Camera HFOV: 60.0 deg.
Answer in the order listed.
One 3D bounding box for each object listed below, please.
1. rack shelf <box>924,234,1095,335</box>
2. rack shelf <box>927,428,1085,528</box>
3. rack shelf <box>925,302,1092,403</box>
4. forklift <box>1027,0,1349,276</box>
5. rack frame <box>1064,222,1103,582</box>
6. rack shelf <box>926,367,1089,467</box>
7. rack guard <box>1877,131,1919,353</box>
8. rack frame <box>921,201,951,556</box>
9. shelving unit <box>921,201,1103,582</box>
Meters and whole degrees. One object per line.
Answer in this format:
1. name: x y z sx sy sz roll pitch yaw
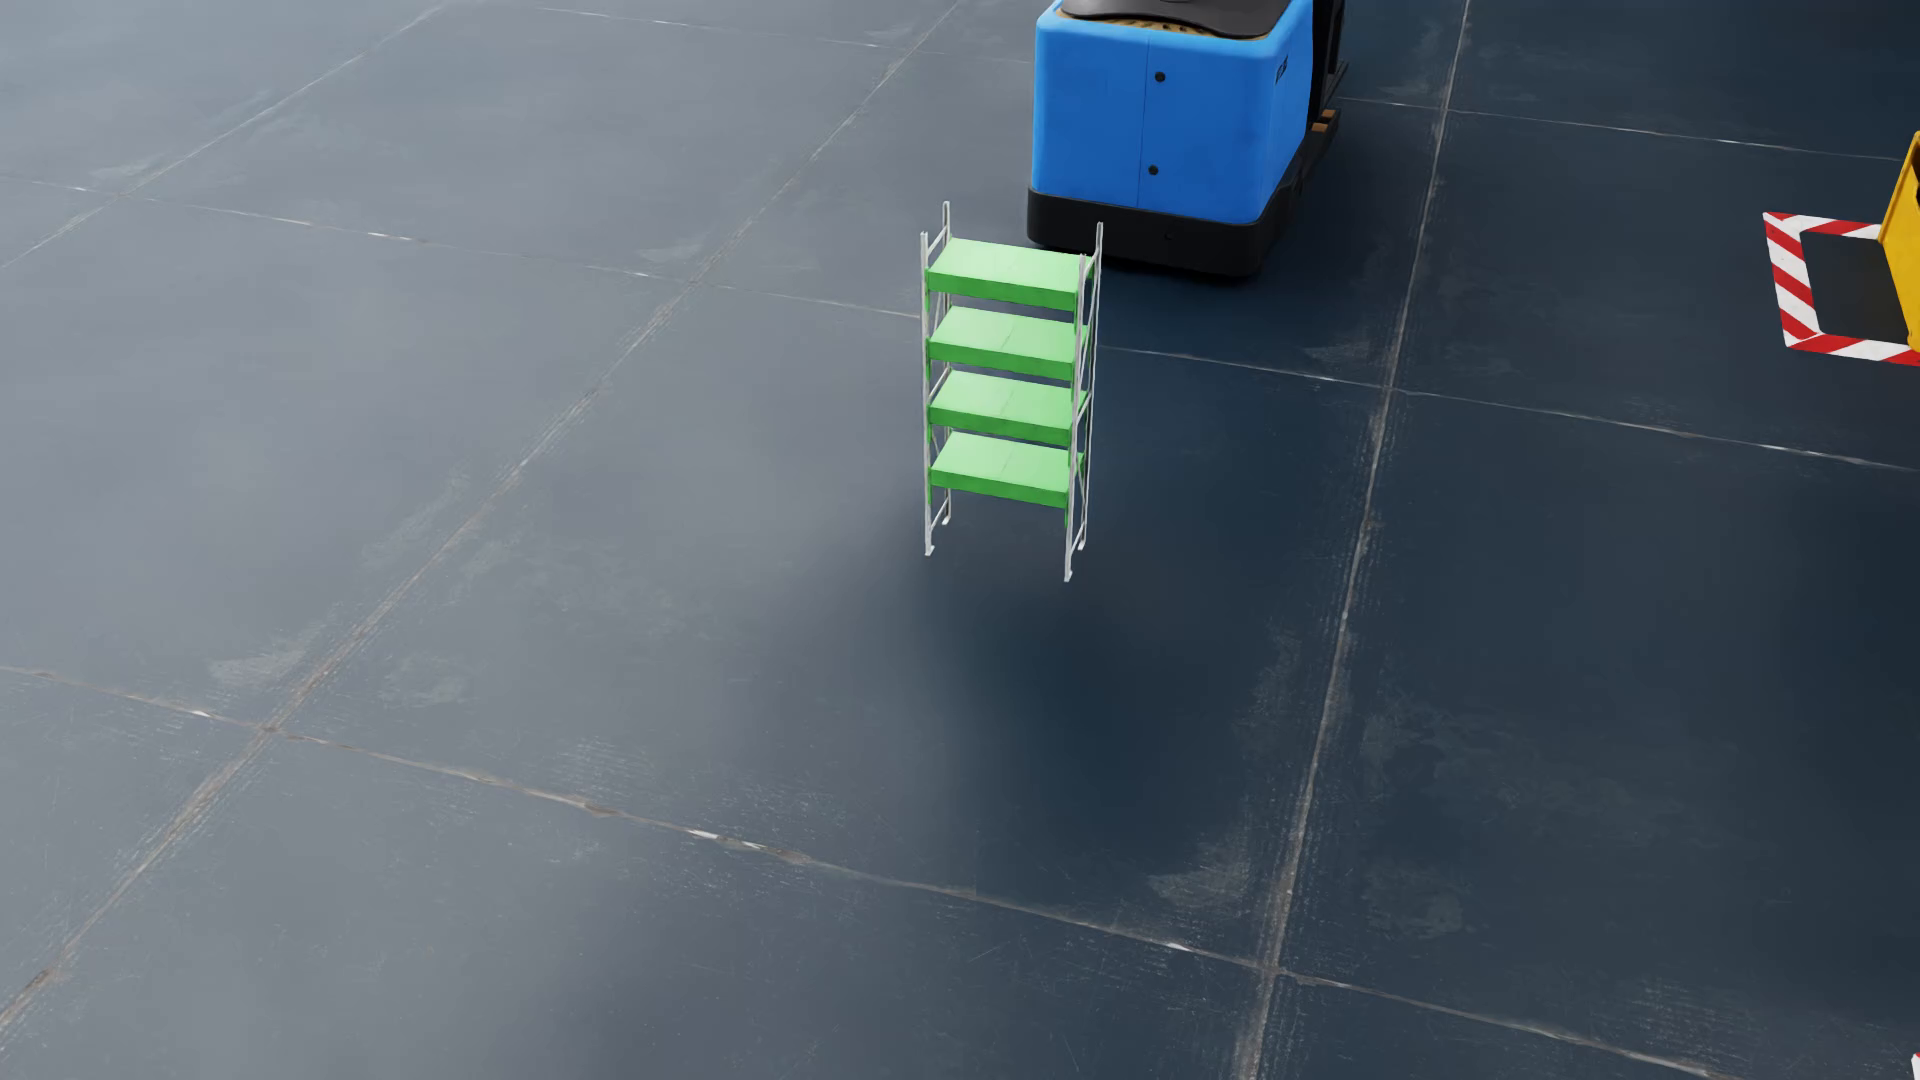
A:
1. rack shelf: 0.158 -0.789 5.108 0.480 0.148 0.258 10 38 14
2. rack shelf: 0.158 -0.209 5.535 0.480 0.148 0.258 10 38 14
3. rack shelf: 0.158 -0.596 5.250 0.480 0.148 0.258 10 38 14
4. forklift: 1.305 -3.189 7.610 1.130 2.935 3.031 13 38 17
5. rack frame: 0.391 -0.411 5.296 0.015 1.200 0.240 10 38 14
6. rack shelf: 0.158 -0.402 5.392 0.480 0.148 0.258 10 38 14
7. rack guard: 4.222 -1.263 7.045 0.348 0.500 1.175 10 38 14
8. rack frame: -0.075 -0.497 5.413 0.015 1.200 0.240 10 38 14
9. shelving unit: 0.158 -0.454 5.355 0.503 1.200 0.258 10 38 14
